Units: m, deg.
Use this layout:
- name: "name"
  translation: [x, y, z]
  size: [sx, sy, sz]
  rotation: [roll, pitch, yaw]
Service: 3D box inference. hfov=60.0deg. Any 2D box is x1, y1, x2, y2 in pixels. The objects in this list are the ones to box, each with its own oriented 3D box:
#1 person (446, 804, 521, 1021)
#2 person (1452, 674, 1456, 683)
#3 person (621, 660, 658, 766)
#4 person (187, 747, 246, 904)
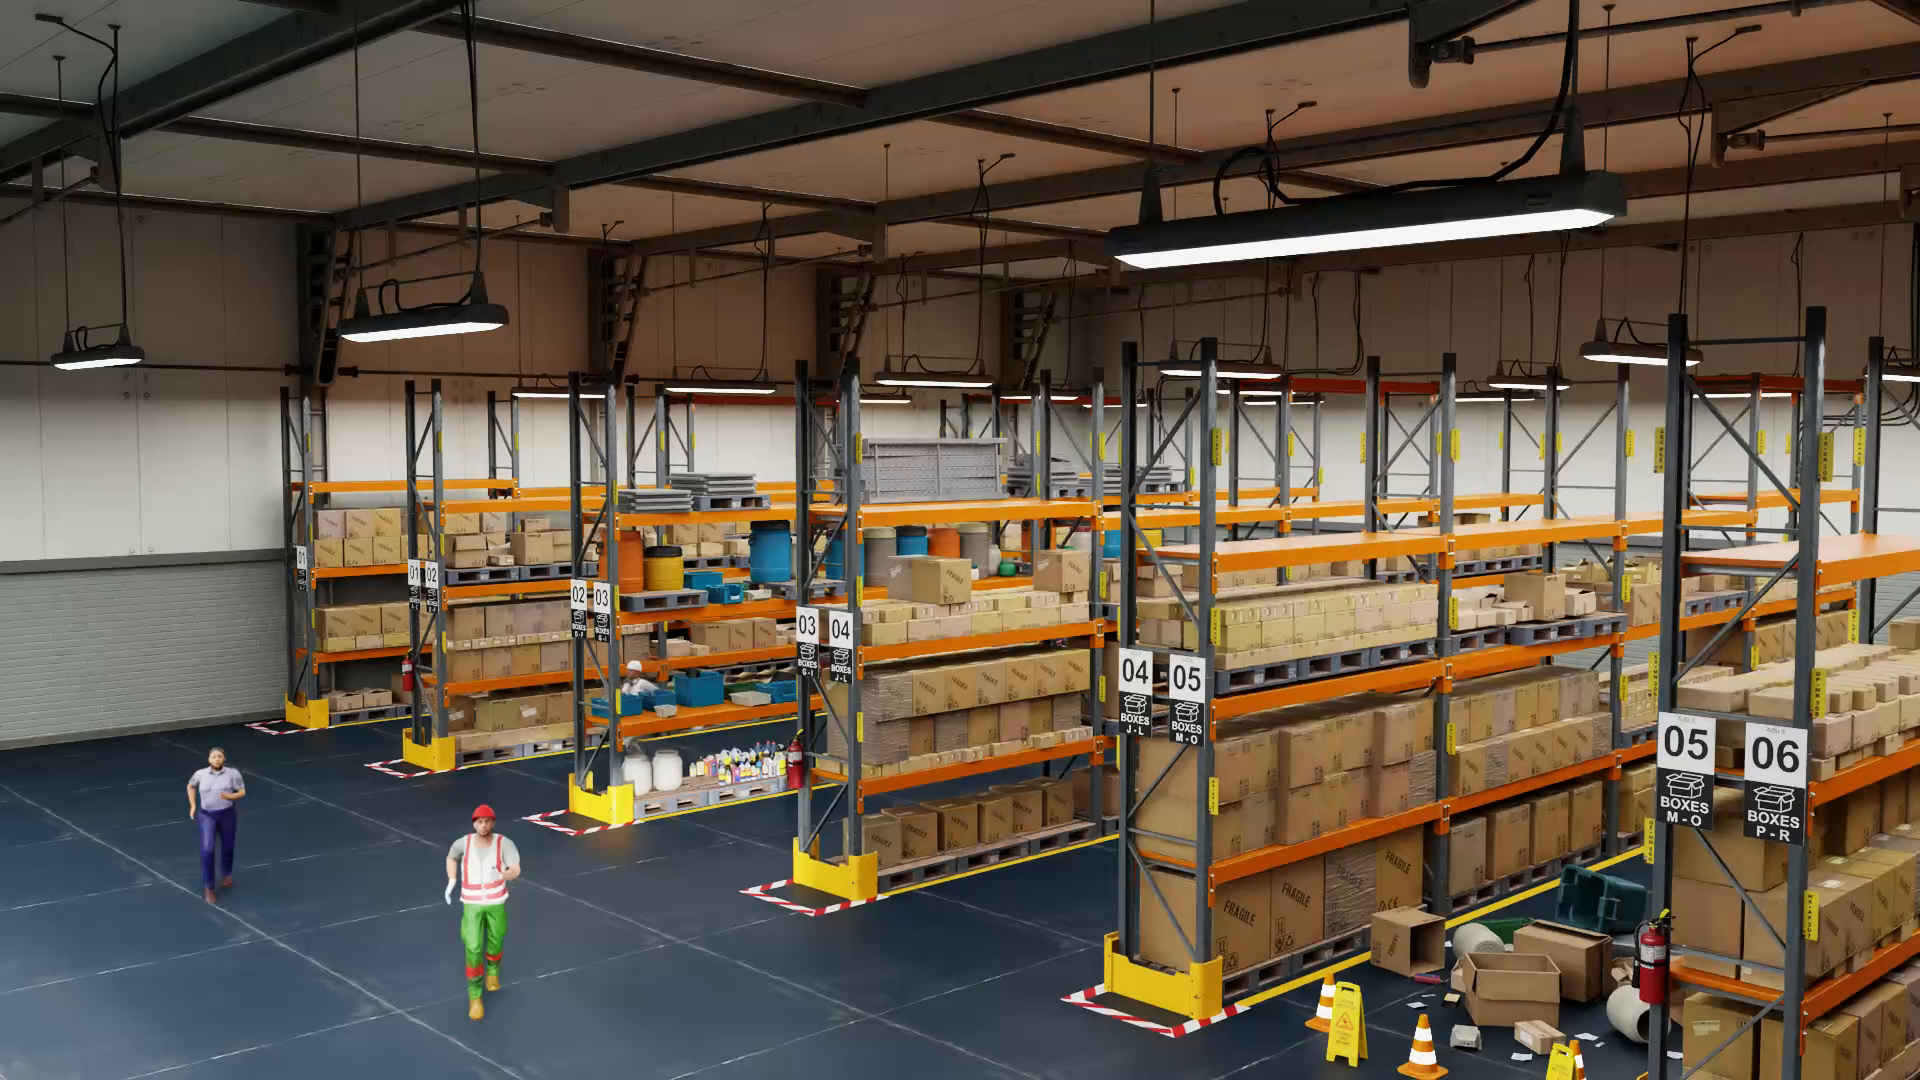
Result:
- name: "person"
  translation: [-4.300, 3.295, 15.007]
  size: [0.653, 1.834, 0.840]
  rotation: [-1, 4, -18]
- name: "person"
  translation: [7.198, 2.720, 24.401]
  size: [0.948, 1.742, 0.653]
  rotation: [-4, 5, -45]
- name: "person"
  translation: [-4.872, 2.704, 24.938]
  size: [0.678, 1.796, 0.693]
  rotation: [3, 5, 40]
- name: "person"
  translation: [-8.295, 3.164, 18.585]
  size: [0.579, 1.699, 0.738]
  rotation: [-2, 4, -28]
